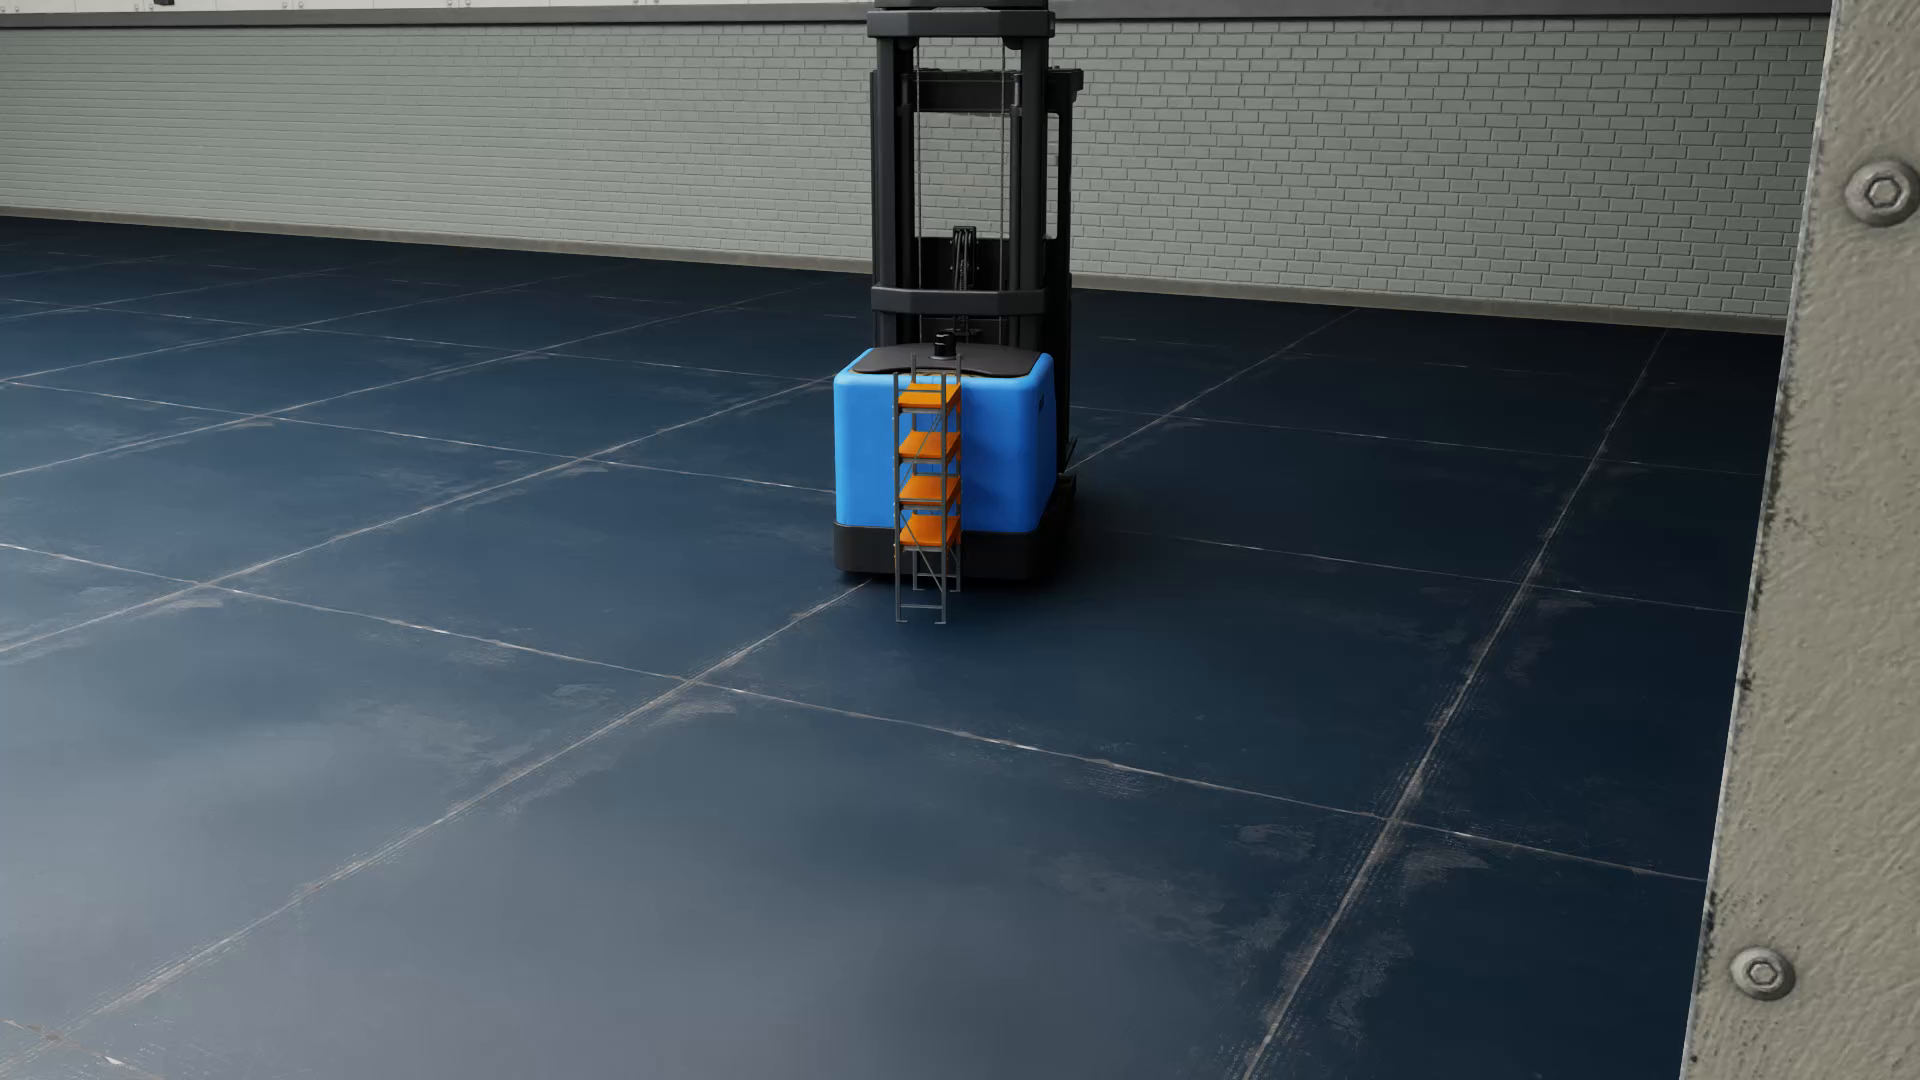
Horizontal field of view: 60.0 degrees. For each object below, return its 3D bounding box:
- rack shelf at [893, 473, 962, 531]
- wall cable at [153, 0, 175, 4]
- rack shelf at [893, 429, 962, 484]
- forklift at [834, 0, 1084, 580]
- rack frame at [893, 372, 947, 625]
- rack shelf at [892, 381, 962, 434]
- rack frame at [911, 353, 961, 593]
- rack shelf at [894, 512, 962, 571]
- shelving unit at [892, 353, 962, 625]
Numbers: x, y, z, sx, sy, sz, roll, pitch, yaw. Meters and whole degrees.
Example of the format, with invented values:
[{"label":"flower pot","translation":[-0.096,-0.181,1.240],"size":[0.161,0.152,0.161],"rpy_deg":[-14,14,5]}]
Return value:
[{"label":"rack shelf","translation":[-0.149,-0.186,7.957],"size":[0.258,0.148,0.480],"rpy_deg":[2,17,8]},{"label":"wall cable","translation":[-10.593,-10.475,22.691],"size":[2.305,6.003,0.169],"rpy_deg":[8,18,25]},{"label":"rack shelf","translation":[-0.149,-0.400,7.893],"size":[0.258,0.148,0.480],"rpy_deg":[2,17,8]},{"label":"forklift","translation":[0.098,-1.582,9.382],"size":[1.130,2.935,3.031],"rpy_deg":[3,17,9]},{"label":"rack frame","translation":[-0.183,-0.182,7.706],"size":[0.240,1.200,0.015],"rpy_deg":[2,17,8]},{"label":"rack shelf","translation":[-0.149,-0.627,7.826],"size":[0.258,0.148,0.480],"rpy_deg":[2,17,8]},{"label":"rack frame","translation":[-0.116,-0.319,8.170],"size":[0.240,1.200,0.015],"rpy_deg":[2,17,8]},{"label":"rack shelf","translation":[-0.149,0.004,8.014],"size":[0.258,0.148,0.480],"rpy_deg":[2,17,8]},{"label":"shelving unit","translation":[-0.149,-0.250,7.938],"size":[0.258,1.200,0.503],"rpy_deg":[2,17,8]}]
